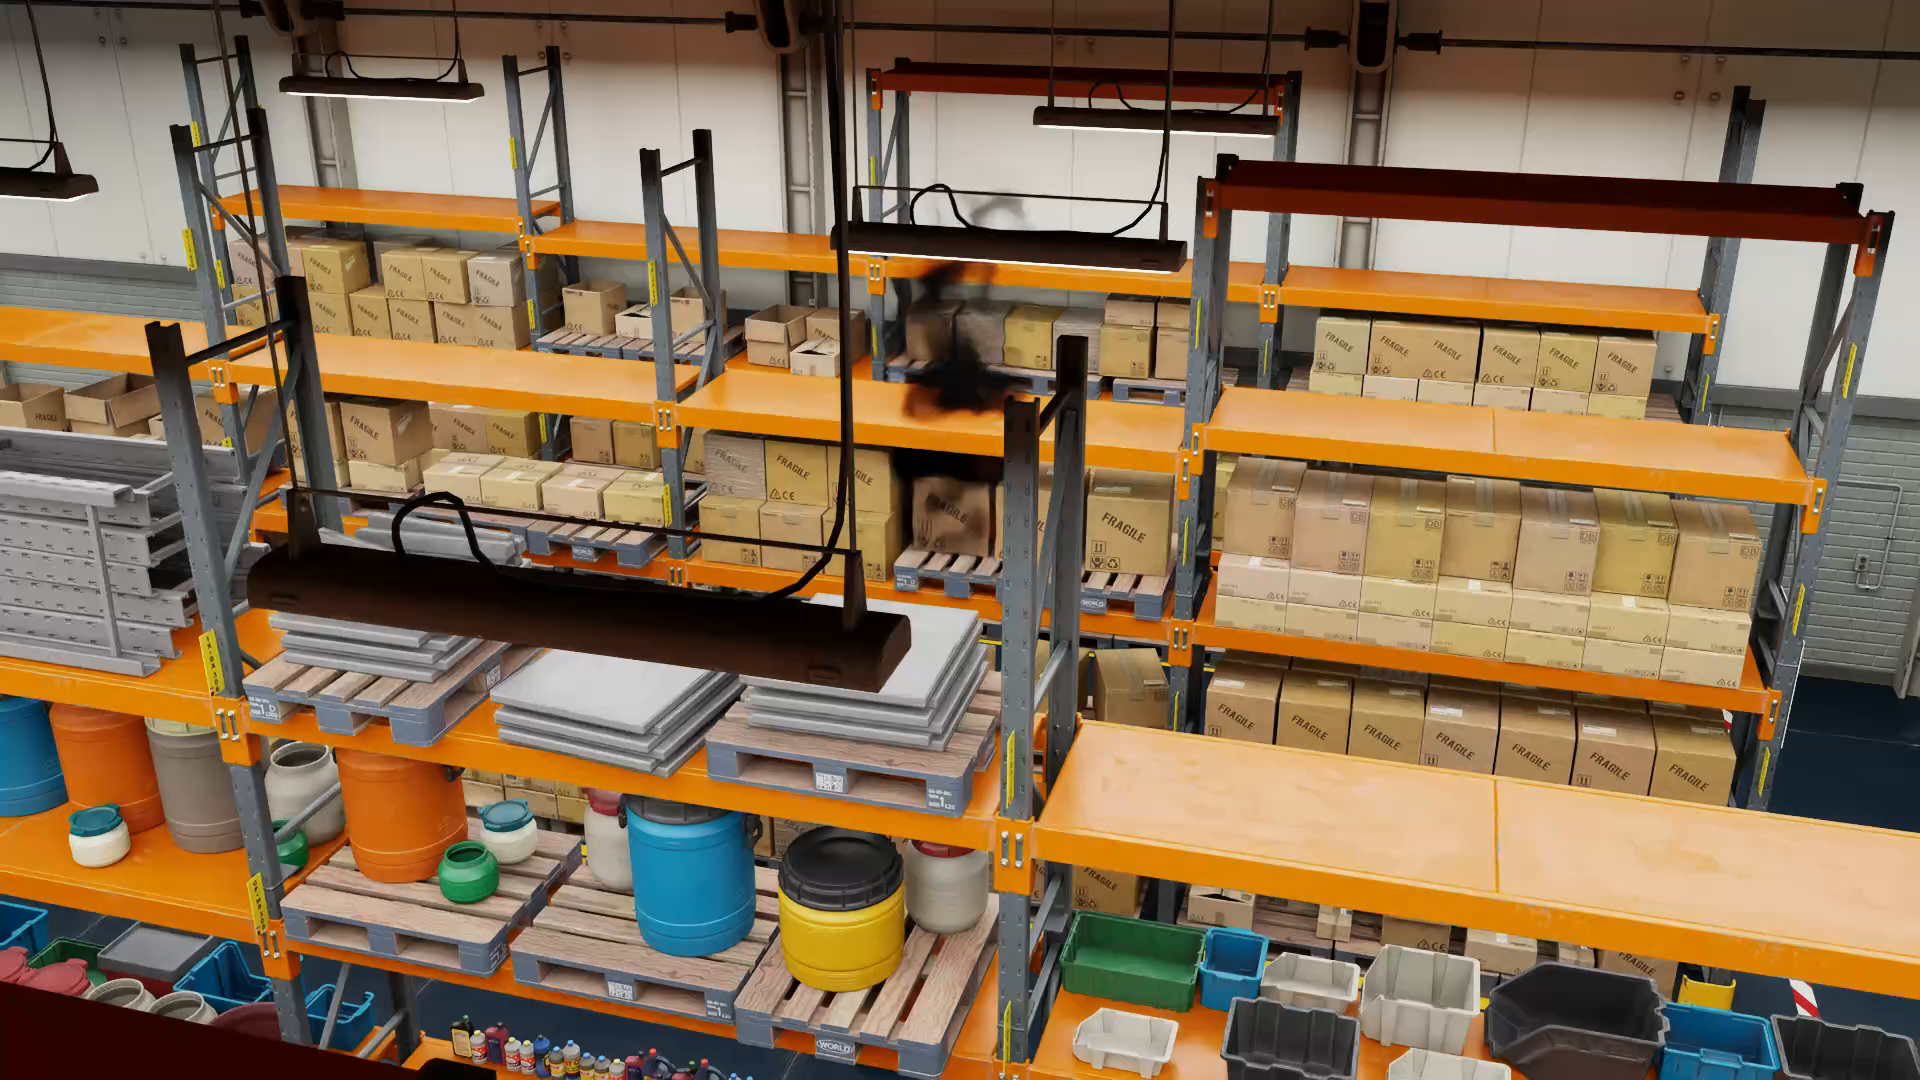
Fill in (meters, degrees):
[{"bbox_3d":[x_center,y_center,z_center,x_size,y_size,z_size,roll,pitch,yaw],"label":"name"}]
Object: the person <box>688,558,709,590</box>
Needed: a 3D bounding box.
[{"bbox_3d":[-2.607,0.936,16.408,0.641,1.619,0.565,4,23,8],"label":"person"}]
